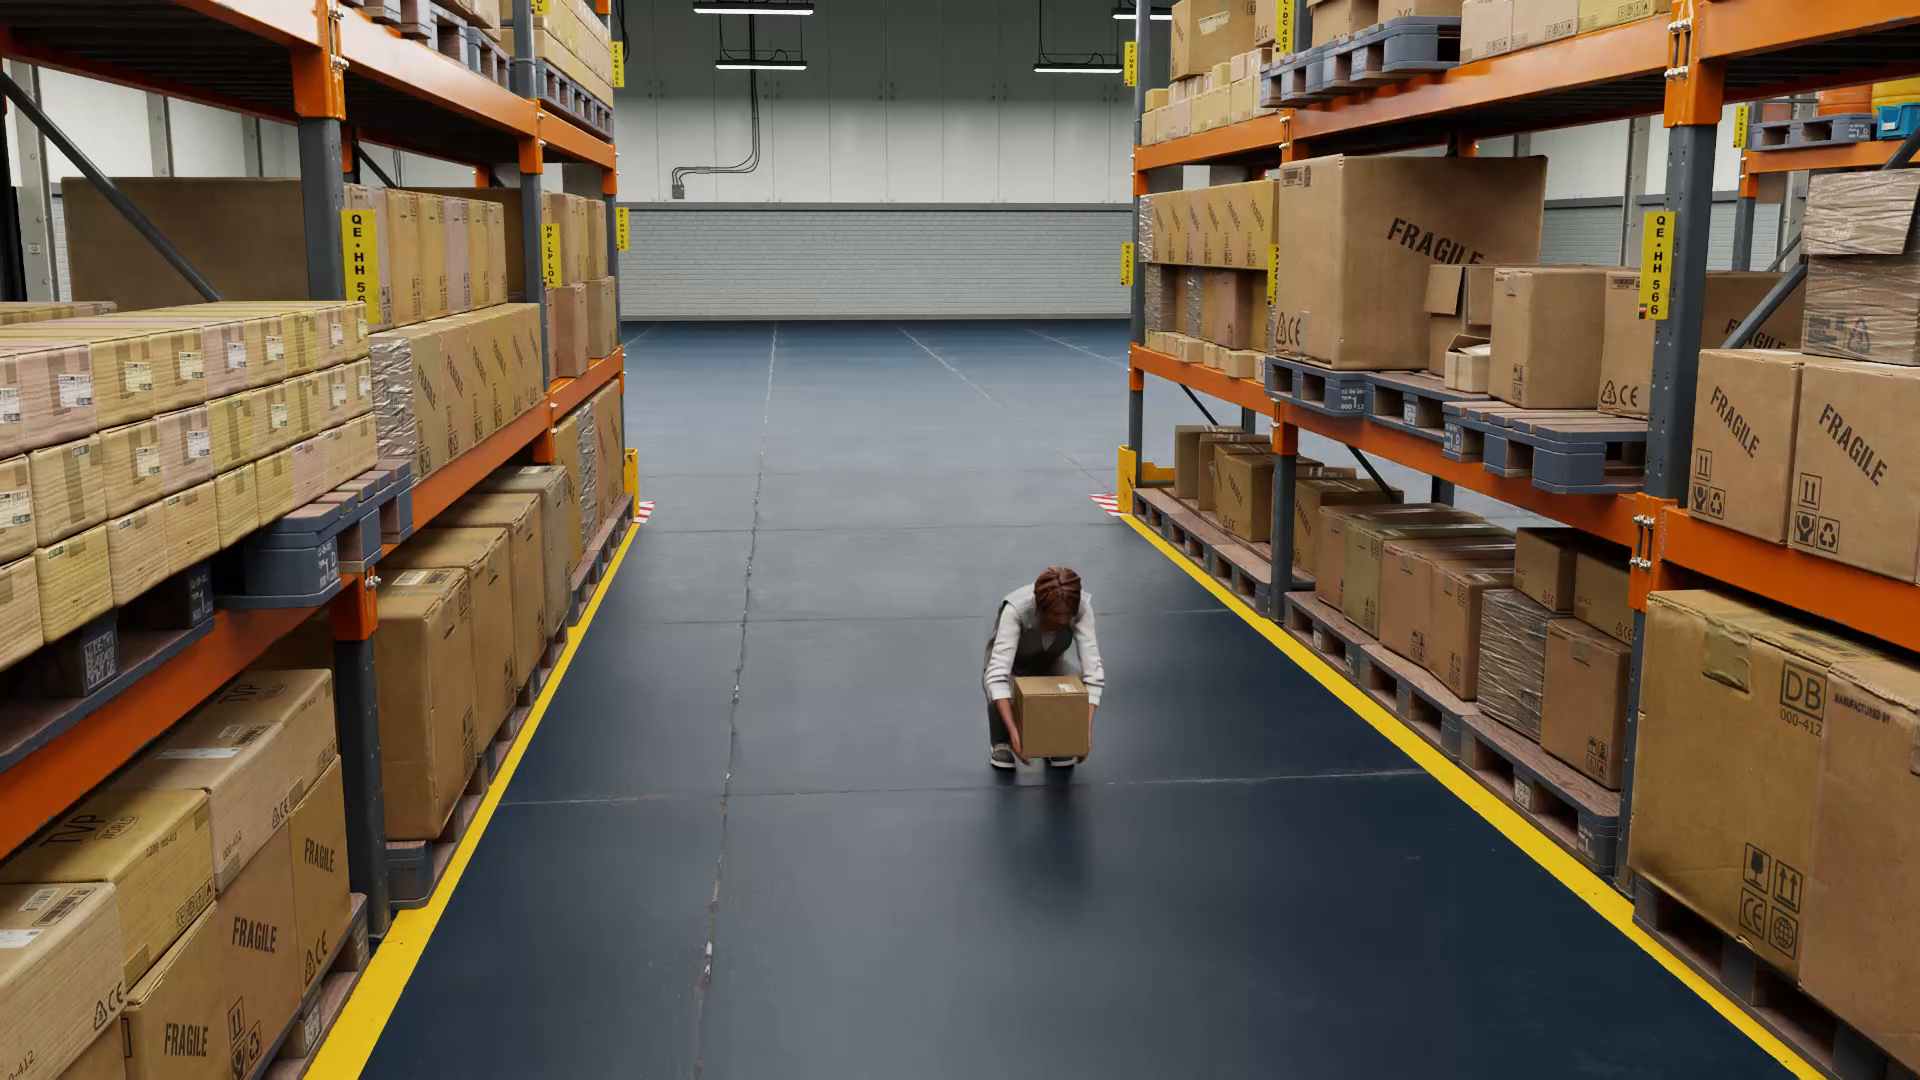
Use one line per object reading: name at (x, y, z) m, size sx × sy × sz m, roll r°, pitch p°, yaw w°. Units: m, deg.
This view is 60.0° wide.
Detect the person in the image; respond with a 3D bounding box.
person at (0.312, 0.475, 6.663) m, size 0.437 × 0.809 × 0.806 m, roll -1°, pitch 10°, yaw -6°
